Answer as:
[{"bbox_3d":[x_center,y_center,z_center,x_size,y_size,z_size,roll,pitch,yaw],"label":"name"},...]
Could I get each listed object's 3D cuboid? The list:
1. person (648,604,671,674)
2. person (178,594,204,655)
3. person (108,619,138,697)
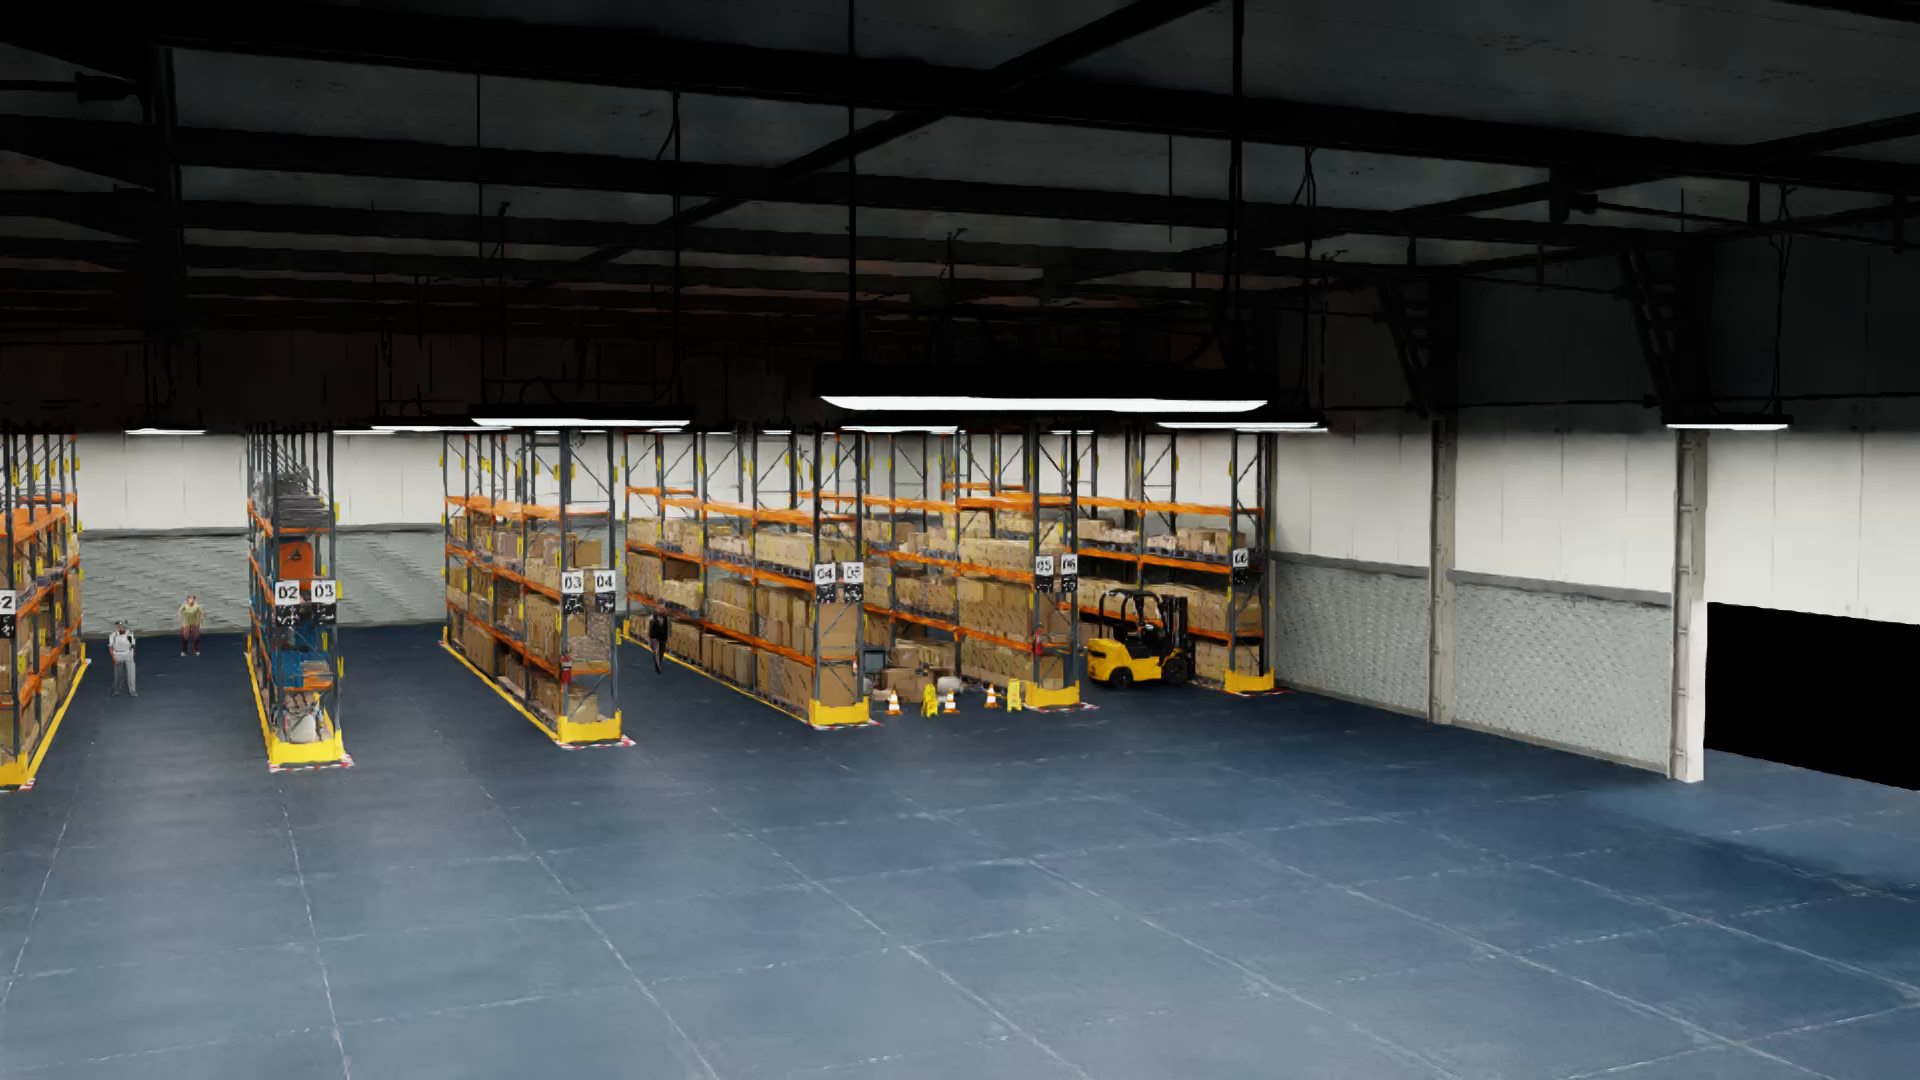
[{"bbox_3d":[-7.251,2.369,40.239,0.544,1.646,1.106,-2,4,-26],"label":"person"},{"bbox_3d":[-20.088,2.206,43.456,0.598,1.619,0.507,-2,4,-26],"label":"person"},{"bbox_3d":[-18.366,2.576,36.457,0.536,1.702,1.036,-2,4,-32],"label":"person"}]
